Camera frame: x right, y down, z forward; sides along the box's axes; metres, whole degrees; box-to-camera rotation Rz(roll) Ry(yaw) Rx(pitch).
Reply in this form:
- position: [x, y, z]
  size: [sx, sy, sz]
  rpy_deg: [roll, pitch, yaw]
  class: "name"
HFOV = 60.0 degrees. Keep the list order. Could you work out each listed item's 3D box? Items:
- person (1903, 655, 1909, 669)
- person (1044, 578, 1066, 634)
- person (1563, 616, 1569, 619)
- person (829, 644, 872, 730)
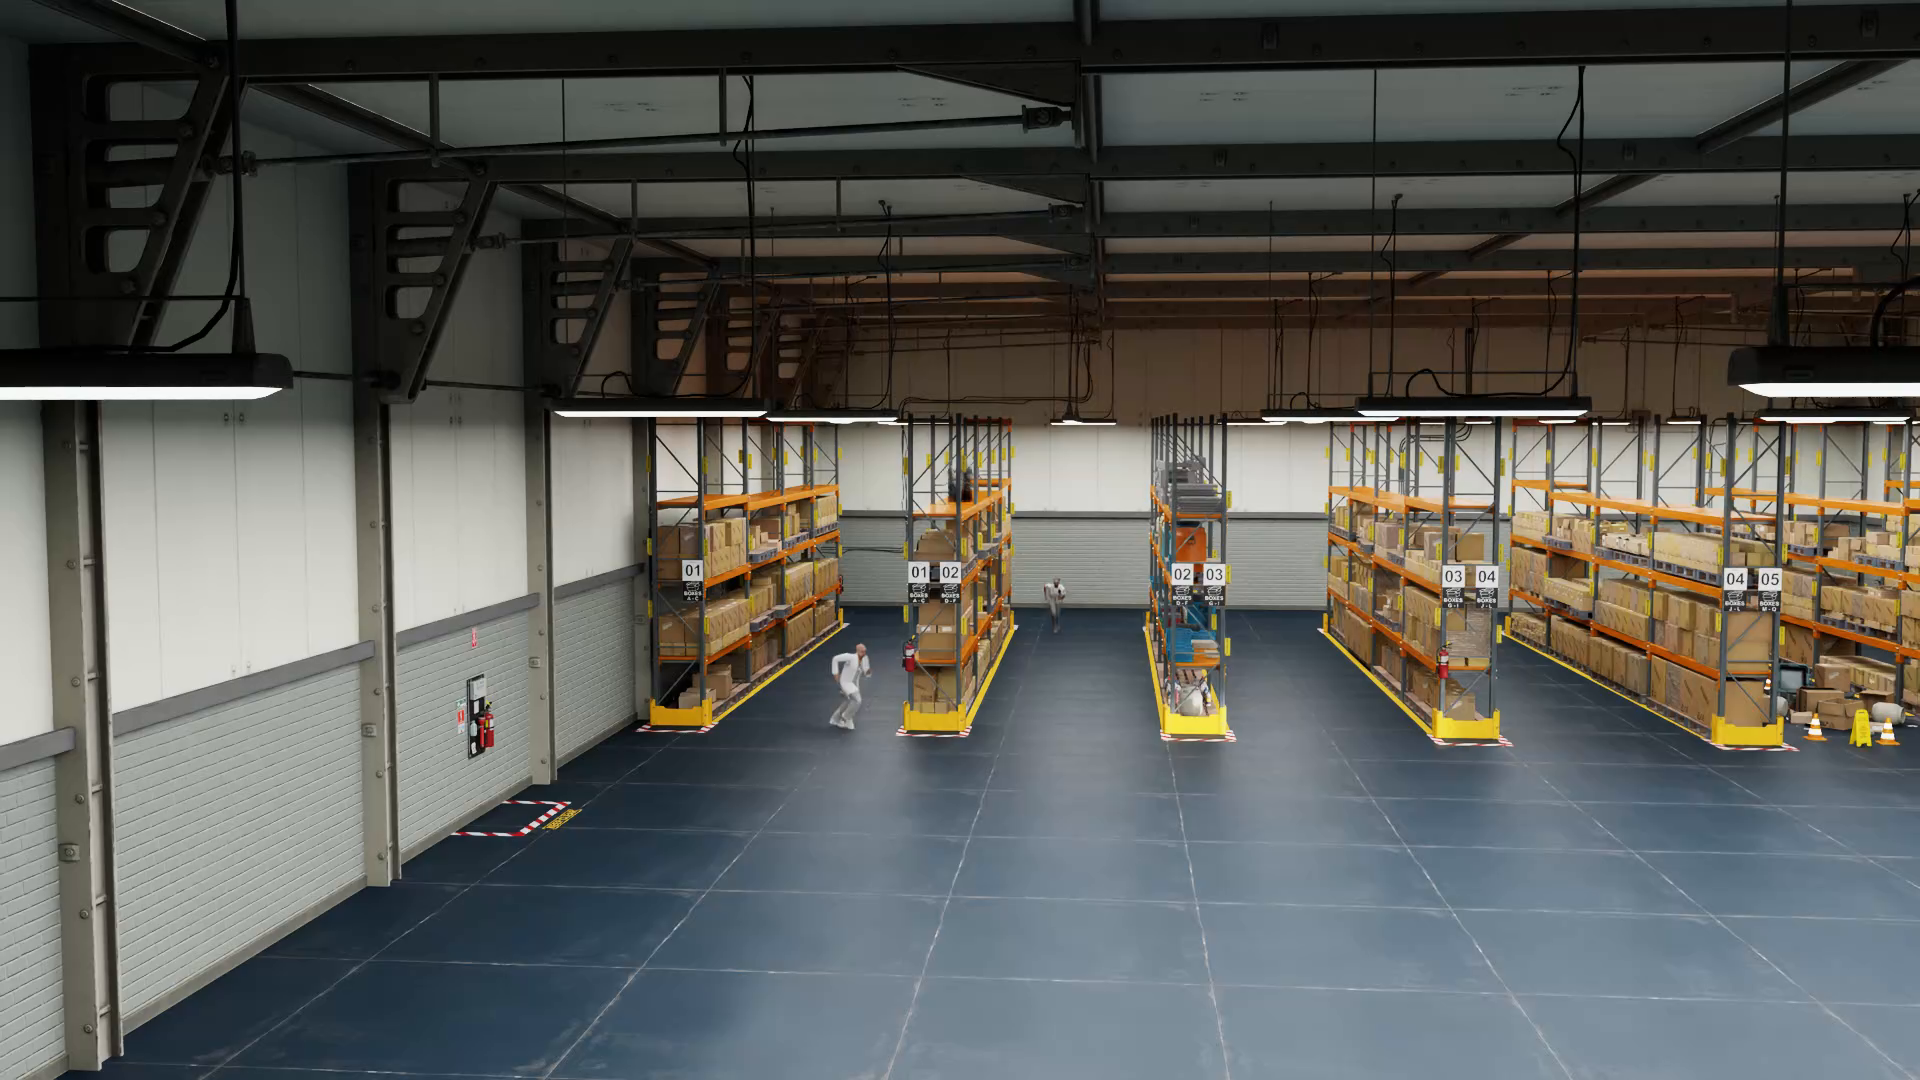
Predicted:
- position: [21.641, 2.432, 37.645]
  size: [0.632, 1.560, 1.183]
  rpy_deg: [-1, 4, -13]
  class: "person"
- position: [2.663, 1.831, 46.682]
  size: [0.611, 1.617, 0.966]
  rpy_deg: [0, 4, 0]
  class: "person"
- position: [17.921, 1.613, 48.478]
  size: [0.849, 1.710, 0.545]
  rpy_deg: [-2, 4, -27]
  class: "person"
- position: [-2.085, 2.779, 31.471]
  size: [1.014, 1.666, 0.723]
  rpy_deg: [3, 5, 38]
  class: "person"
